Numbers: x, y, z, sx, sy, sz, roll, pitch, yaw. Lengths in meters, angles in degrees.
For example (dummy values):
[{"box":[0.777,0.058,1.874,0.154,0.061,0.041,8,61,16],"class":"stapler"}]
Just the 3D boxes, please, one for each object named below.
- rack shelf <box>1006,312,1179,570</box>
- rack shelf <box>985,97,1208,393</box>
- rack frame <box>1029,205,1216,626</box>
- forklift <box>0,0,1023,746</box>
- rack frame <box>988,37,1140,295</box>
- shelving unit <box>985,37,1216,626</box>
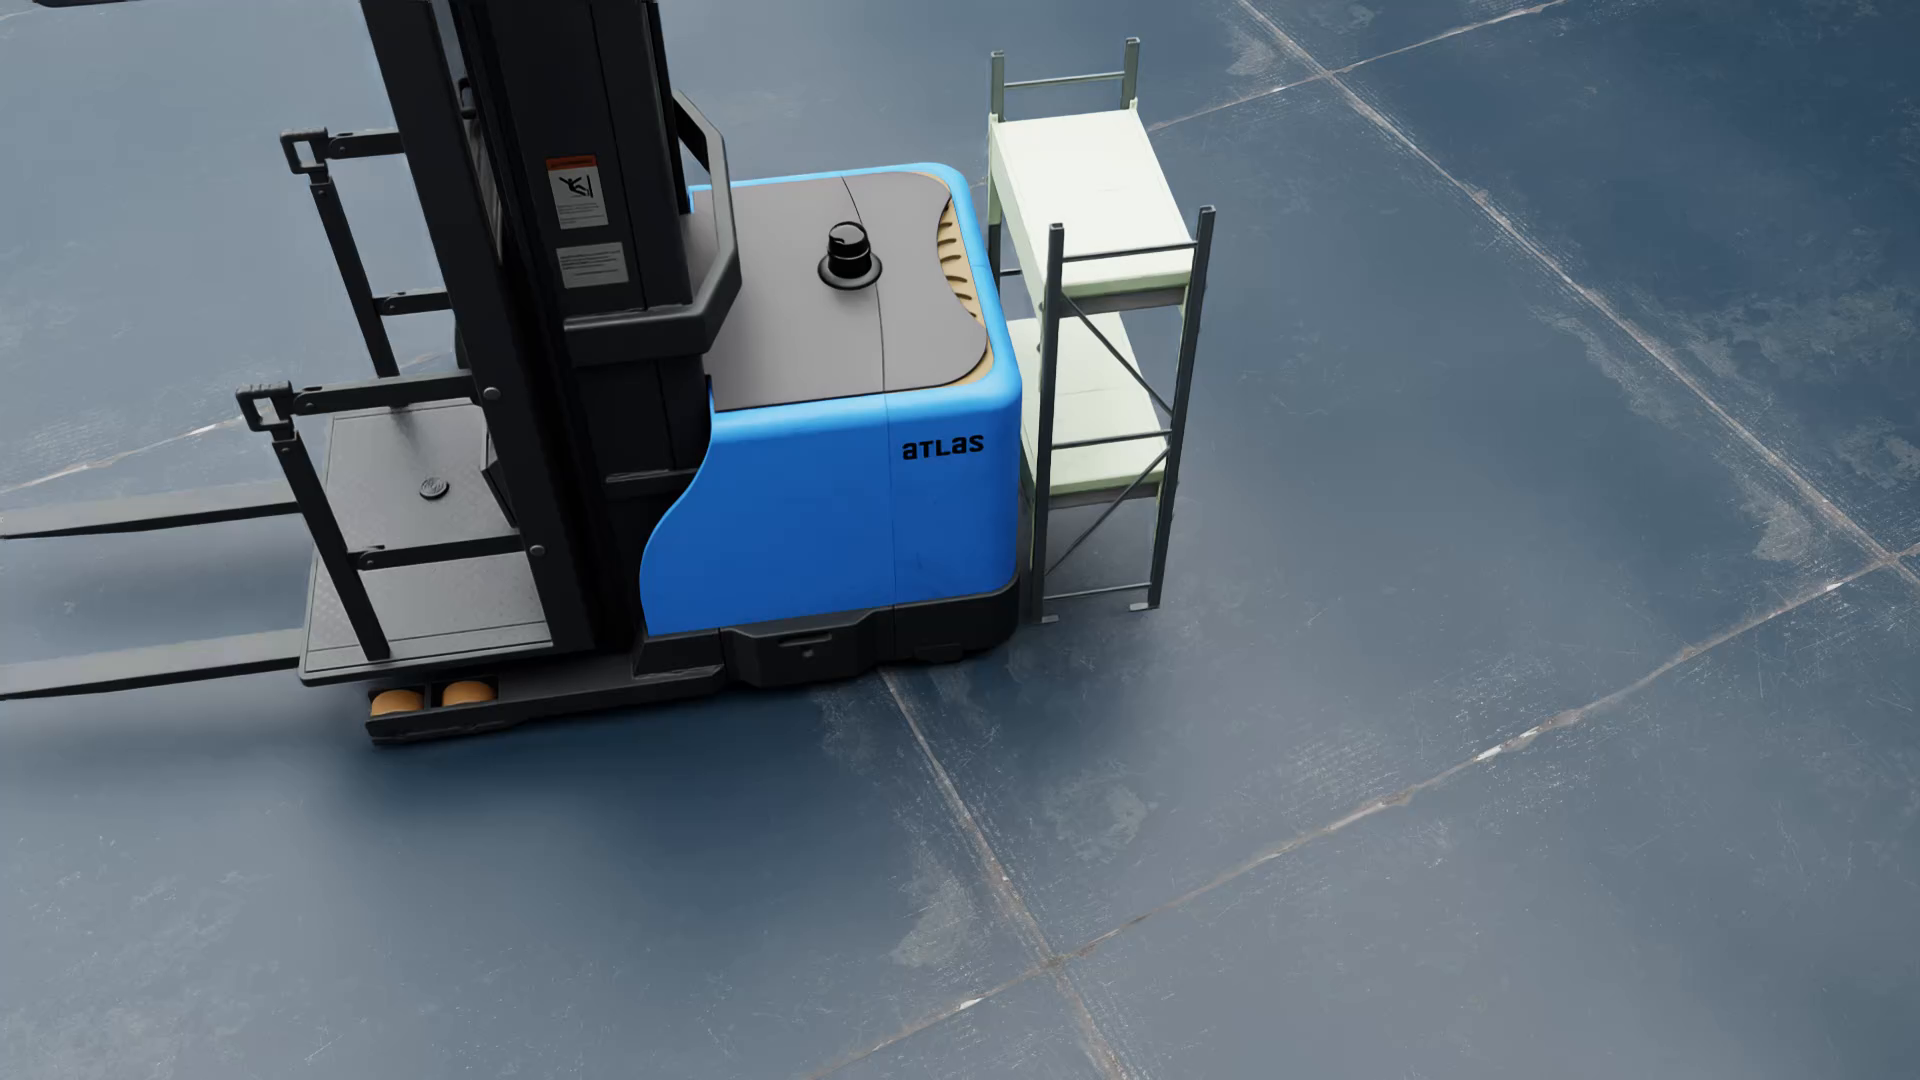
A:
[{"box":[0.344,-0.325,4.971,0.431,0.370,0.720,-8,49,-7],"class":"rack shelf"},{"box":[0.344,-0.796,4.432,0.431,0.370,0.720,-8,49,-7],"class":"rack shelf"},{"box":[0.408,-0.268,4.488,0.400,1.500,0.023,-8,49,-7],"class":"rack frame"},{"box":[-1.392,-0.817,4.017,3.031,2.935,1.130,-7,49,-6],"class":"forklift"},{"box":[0.280,-0.811,4.963,0.400,1.500,0.023,-8,49,-7],"class":"rack frame"},{"box":[0.344,-0.540,4.726,0.431,1.500,0.755,-8,49,-7],"class":"shelving unit"}]
